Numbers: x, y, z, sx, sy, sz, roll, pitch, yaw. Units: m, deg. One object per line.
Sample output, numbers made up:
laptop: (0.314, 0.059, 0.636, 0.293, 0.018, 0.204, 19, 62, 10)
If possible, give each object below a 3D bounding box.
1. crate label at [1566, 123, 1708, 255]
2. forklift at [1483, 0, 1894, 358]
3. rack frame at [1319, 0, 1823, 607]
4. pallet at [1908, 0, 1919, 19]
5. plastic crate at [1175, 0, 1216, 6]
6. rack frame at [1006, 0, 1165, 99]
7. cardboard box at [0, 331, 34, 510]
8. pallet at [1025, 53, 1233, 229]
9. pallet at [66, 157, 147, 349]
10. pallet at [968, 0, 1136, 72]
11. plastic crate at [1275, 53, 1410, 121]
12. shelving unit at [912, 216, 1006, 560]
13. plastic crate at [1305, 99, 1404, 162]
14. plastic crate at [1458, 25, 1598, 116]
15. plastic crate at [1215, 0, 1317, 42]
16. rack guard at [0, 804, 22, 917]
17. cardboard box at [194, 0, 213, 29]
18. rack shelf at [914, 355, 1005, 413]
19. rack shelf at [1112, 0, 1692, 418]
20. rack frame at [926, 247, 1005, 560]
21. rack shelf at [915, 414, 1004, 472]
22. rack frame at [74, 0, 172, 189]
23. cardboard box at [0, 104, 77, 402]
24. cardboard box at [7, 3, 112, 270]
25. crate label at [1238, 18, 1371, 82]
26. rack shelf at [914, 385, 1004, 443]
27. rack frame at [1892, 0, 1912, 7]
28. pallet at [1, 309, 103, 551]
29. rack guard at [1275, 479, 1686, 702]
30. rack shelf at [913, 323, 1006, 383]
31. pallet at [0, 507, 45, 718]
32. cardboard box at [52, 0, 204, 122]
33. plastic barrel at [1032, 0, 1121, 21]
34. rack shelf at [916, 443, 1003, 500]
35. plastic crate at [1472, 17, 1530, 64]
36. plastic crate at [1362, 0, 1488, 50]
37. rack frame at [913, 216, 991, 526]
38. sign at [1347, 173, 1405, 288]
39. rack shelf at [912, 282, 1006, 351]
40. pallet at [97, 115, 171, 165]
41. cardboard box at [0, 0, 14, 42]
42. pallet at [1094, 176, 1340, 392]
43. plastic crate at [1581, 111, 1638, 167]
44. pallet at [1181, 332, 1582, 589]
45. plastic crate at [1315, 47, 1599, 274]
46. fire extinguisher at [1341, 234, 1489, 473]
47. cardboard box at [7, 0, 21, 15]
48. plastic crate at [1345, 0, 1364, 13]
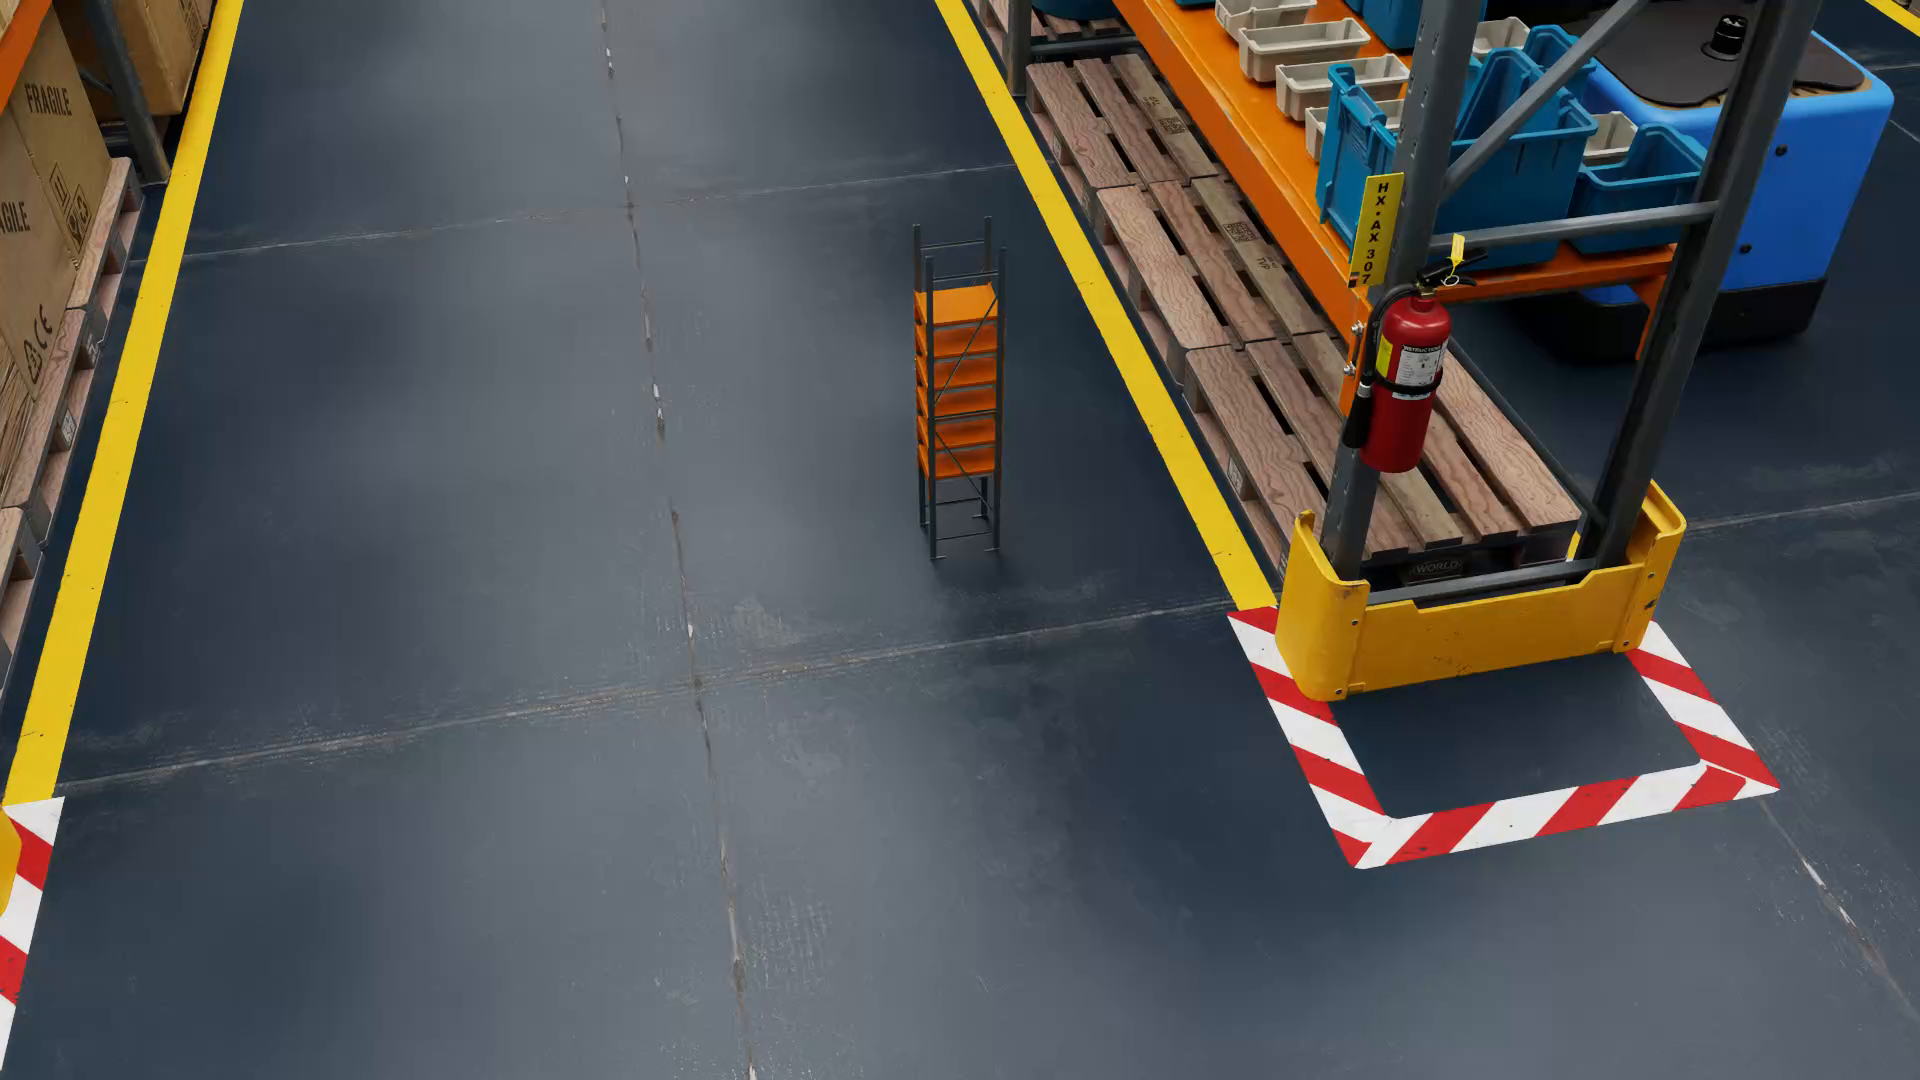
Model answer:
crate label: (1.865, -0.984, 4.680, 0.416, 0.233, 0.303, -8, 42, -9)
forklift: (2.582, -2.787, 6.682, 1.130, 2.935, 3.031, -8, 42, -9)
rack frame: (1.597, -0.817, 4.411, 1.000, 3.000, 0.127, -8, 42, -9)
pallet: (5.718, -2.629, 8.553, 1.003, 0.211, 1.213, -8, 42, -9)
plastic crate: (0.903, -2.071, 5.905, 0.416, 0.233, 0.300, -8, 42, -9)
rack frame: (0.733, -3.410, 7.332, 1.000, 3.000, 0.127, -8, 42, -9)
cardboard box: (-3.652, -0.463, 5.296, 0.875, 0.875, 0.875, -8, 42, -9)
pallet: (0.930, -1.896, 7.727, 1.003, 0.211, 1.213, -8, 42, -9)
pallet: (-4.015, -1.153, 6.890, 1.003, 0.211, 1.213, -8, 42, -9)
pallet: (0.607, -2.873, 8.828, 1.003, 0.211, 1.213, -8, 42, -9)
plastic crate: (1.195, -1.433, 5.259, 0.396, 0.136, 0.243, -8, 42, -9)
shelving unit: (-0.003, -0.458, 5.362, 0.258, 1.200, 0.189, -8, 42, -9)
plastic crate: (1.244, -1.243, 5.045, 0.396, 0.136, 0.243, -8, 42, -9)
plastic crate: (1.723, -1.411, 5.161, 0.416, 0.233, 0.300, -8, 42, -9)
plastic crate: (1.029, -1.800, 5.671, 0.298, 0.136, 0.250, -8, 42, -9)
rack guard: (-3.235, 0.843, 4.424, 1.175, 0.500, 0.348, -8, 42, -9)
cardboard box: (-4.454, -3.054, 8.215, 1.225, 0.875, 0.875, -10, 43, -11)
rack shelf: (-0.003, -0.515, 5.312, 0.258, 0.103, 0.180, -8, 42, -9)
rack shelf: (1.165, -1.844, 6.110, 1.077, 0.370, 4.000, -8, 42, -9)
rack frame: (0.017, -0.399, 5.295, 0.240, 1.200, 0.006, -8, 42, -9)
rack shelf: (-0.003, -0.335, 5.471, 0.258, 0.103, 0.180, -8, 42, -9)
rack frame: (-4.103, -2.700, 6.532, 1.000, 3.000, 0.127, -8, 42, -9)
cardboard box: (-3.844, -1.040, 5.946, 0.875, 0.875, 0.875, -8, 42, -9)
cardboard box: (-4.039, -1.623, 6.603, 0.875, 0.875, 0.875, -8, 42, -9)
crate label: (1.111, -1.610, 5.458, 0.396, 0.136, 0.243, -8, 42, -9)
rack shelf: (-0.003, -0.425, 5.392, 0.258, 0.103, 0.180, -8, 42, -9)
rack frame: (5.571, -4.117, 8.129, 1.000, 3.000, 0.127, -8, 42, -9)
pallet: (-3.749, -0.361, 5.997, 1.003, 0.211, 1.213, -8, 42, -9)
rack guard: (1.614, 0.132, 5.225, 1.175, 0.500, 0.348, -8, 42, -9)
rack shelf: (-0.003, -0.604, 5.232, 0.258, 0.103, 0.180, -8, 42, -9)
pallet: (-3.489, 0.429, 5.108, 1.003, 0.211, 1.213, -8, 42, -9)
cardboard box: (-4.261, -2.475, 7.562, 1.225, 0.875, 0.875, -8, 42, -9)
plastic barrel: (0.632, -3.137, 8.289, 0.600, 0.901, 0.708, -8, 42, -9)
rack shelf: (-0.003, -0.245, 5.551, 0.258, 0.103, 0.180, -8, 42, -9)
plastic crate: (1.730, -1.607, 5.455, 0.250, 0.136, 0.298, -8, 42, -9)
plastic crate: (1.580, -1.837, 5.641, 0.416, 0.233, 0.300, -8, 42, -9)
rack frame: (-0.023, -0.517, 5.429, 0.240, 1.200, 0.006, -8, 42, -9)
sign: (1.063, -0.789, 4.256, 0.100, 0.325, 0.005, -8, 42, -9)
rack shelf: (-0.003, -0.694, 5.153, 0.258, 0.103, 0.180, -8, 42, -9)
pallet: (-4.343, -2.147, 8.009, 1.003, 0.211, 1.213, -8, 42, -9)
cardboard box: (-3.495, -1.788, 5.694, 0.380, 0.149, 0.250, -8, 42, -8)
pallet: (1.197, -1.103, 6.834, 1.003, 0.211, 1.213, -8, 42, -9)
plastic crate: (1.876, -1.168, 4.959, 0.250, 0.136, 0.298, -8, 42, -9)
pallet: (1.456, -0.314, 5.945, 1.003, 0.211, 1.213, -8, 42, -9)
plastic crate: (1.342, -1.043, 4.594, 0.616, 0.435, 0.499, -8, 42, -9)
fire extinguisher: (1.185, -0.486, 4.377, 0.296, 0.674, 0.183, -8, 42, -9)
cardboard box: (-3.551, -1.955, 5.883, 0.380, 0.149, 0.250, -8, 42, -8)
plastic crate: (1.516, -2.032, 5.861, 0.416, 0.233, 0.300, -8, 42, -9)
